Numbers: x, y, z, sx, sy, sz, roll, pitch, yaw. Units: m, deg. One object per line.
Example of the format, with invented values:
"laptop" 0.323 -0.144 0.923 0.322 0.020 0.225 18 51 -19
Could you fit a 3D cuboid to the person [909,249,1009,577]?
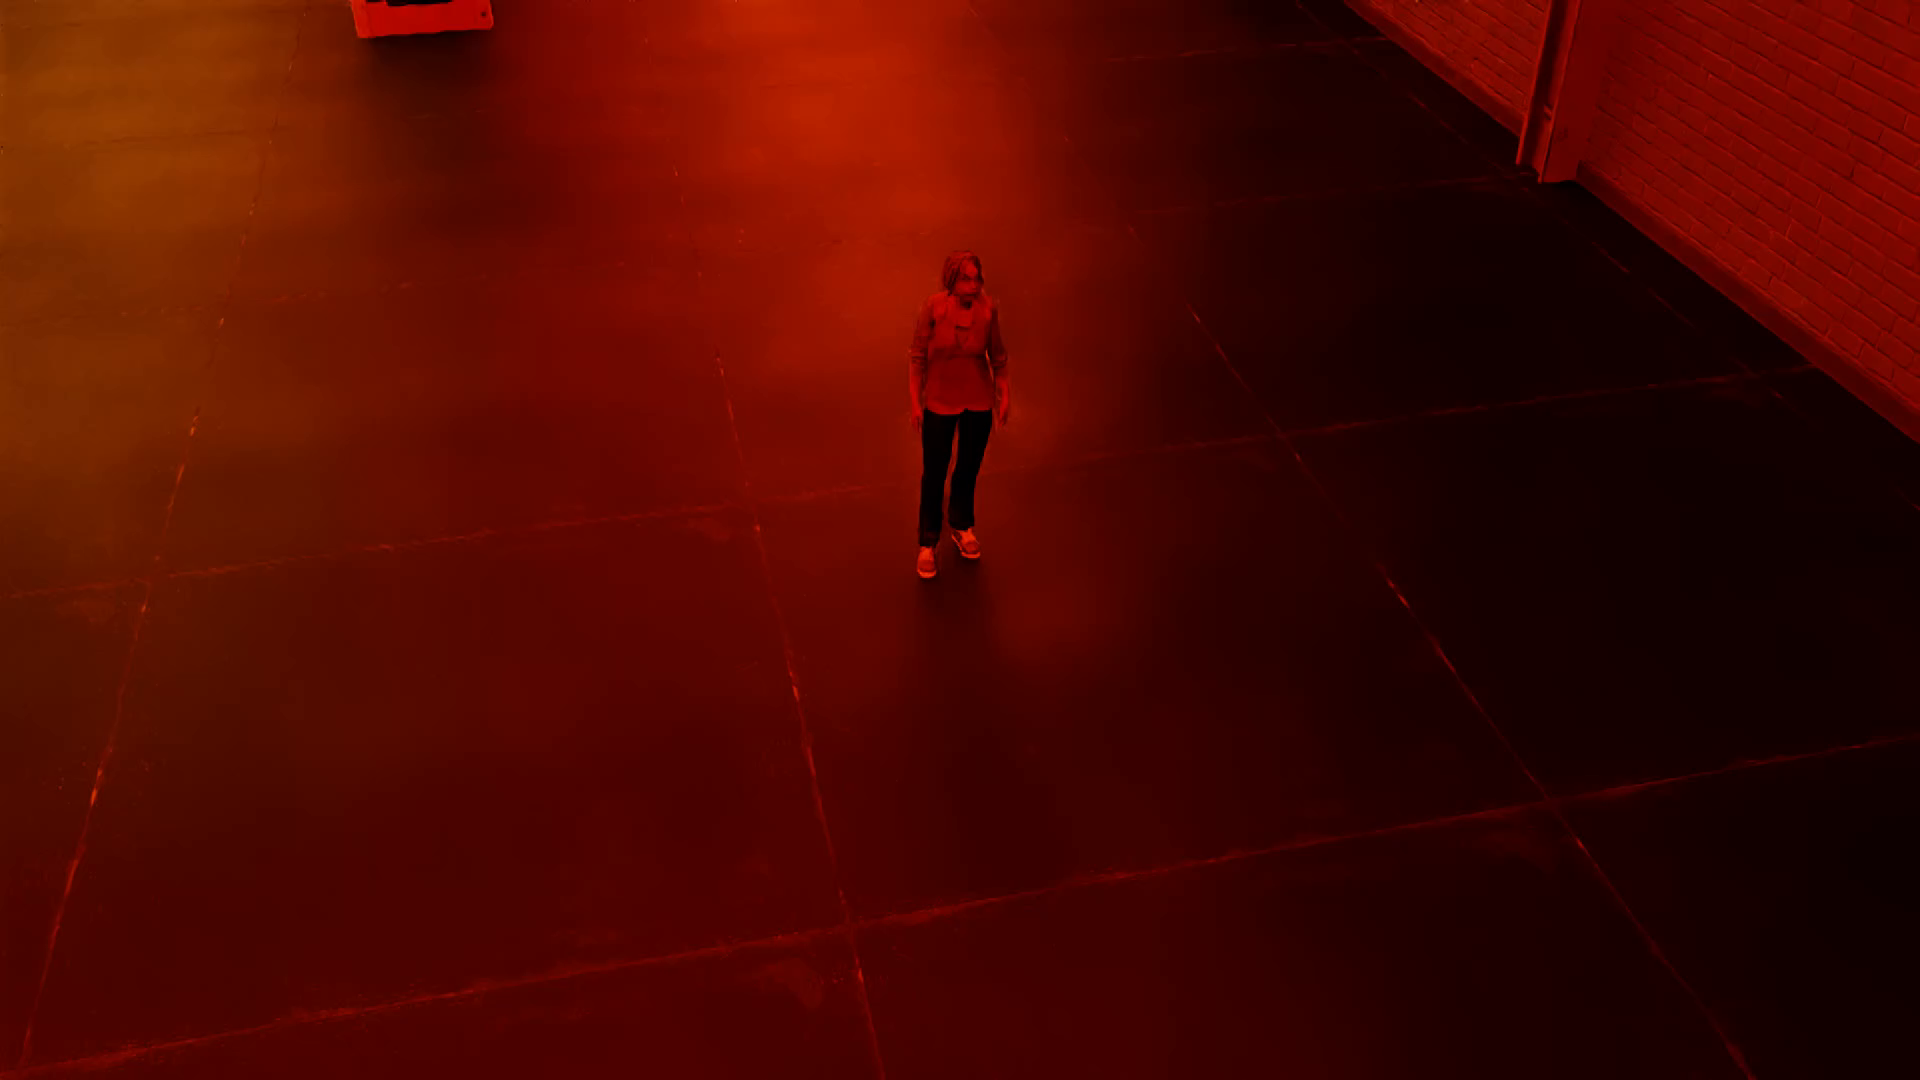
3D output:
"person" 0.003 -0.610 8.028 0.520 1.597 0.474 -8 36 -11
